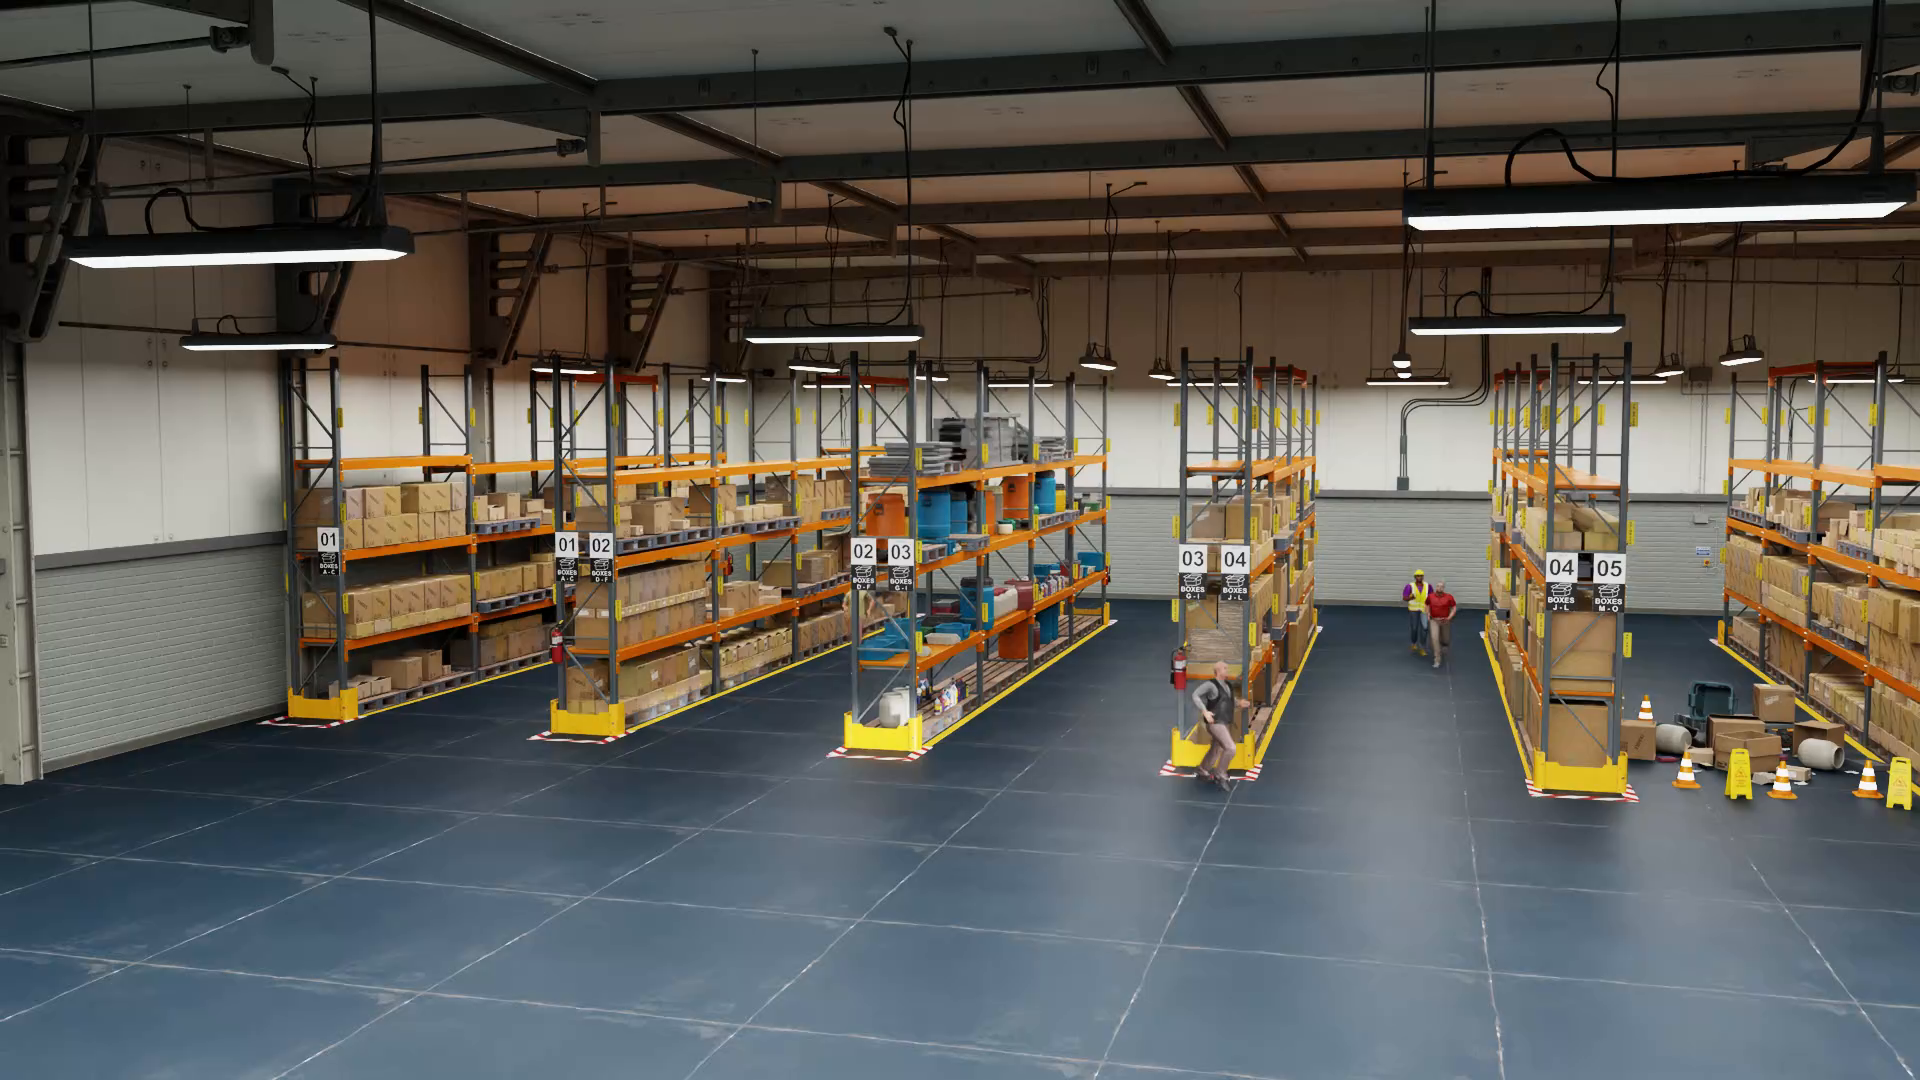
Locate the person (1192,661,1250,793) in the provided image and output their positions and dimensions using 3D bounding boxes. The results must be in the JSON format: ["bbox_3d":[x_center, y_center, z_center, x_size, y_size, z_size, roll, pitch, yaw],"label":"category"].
[{"bbox_3d":[3.491,2.508,22.380,0.803,1.750,0.688,3,5,38],"label":"person"}]

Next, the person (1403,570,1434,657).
[{"bbox_3d":[9.702,1.532,35.174,0.677,1.823,0.738,1,4,10],"label":"person"}]

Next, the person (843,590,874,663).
[{"bbox_3d":[-1.985,1.533,32.134,0.593,1.642,0.894,0,4,5],"label":"person"}]

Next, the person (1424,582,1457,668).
[{"bbox_3d":[9.756,1.703,33.776,0.641,1.724,1.039,1,4,13],"label":"person"}]
